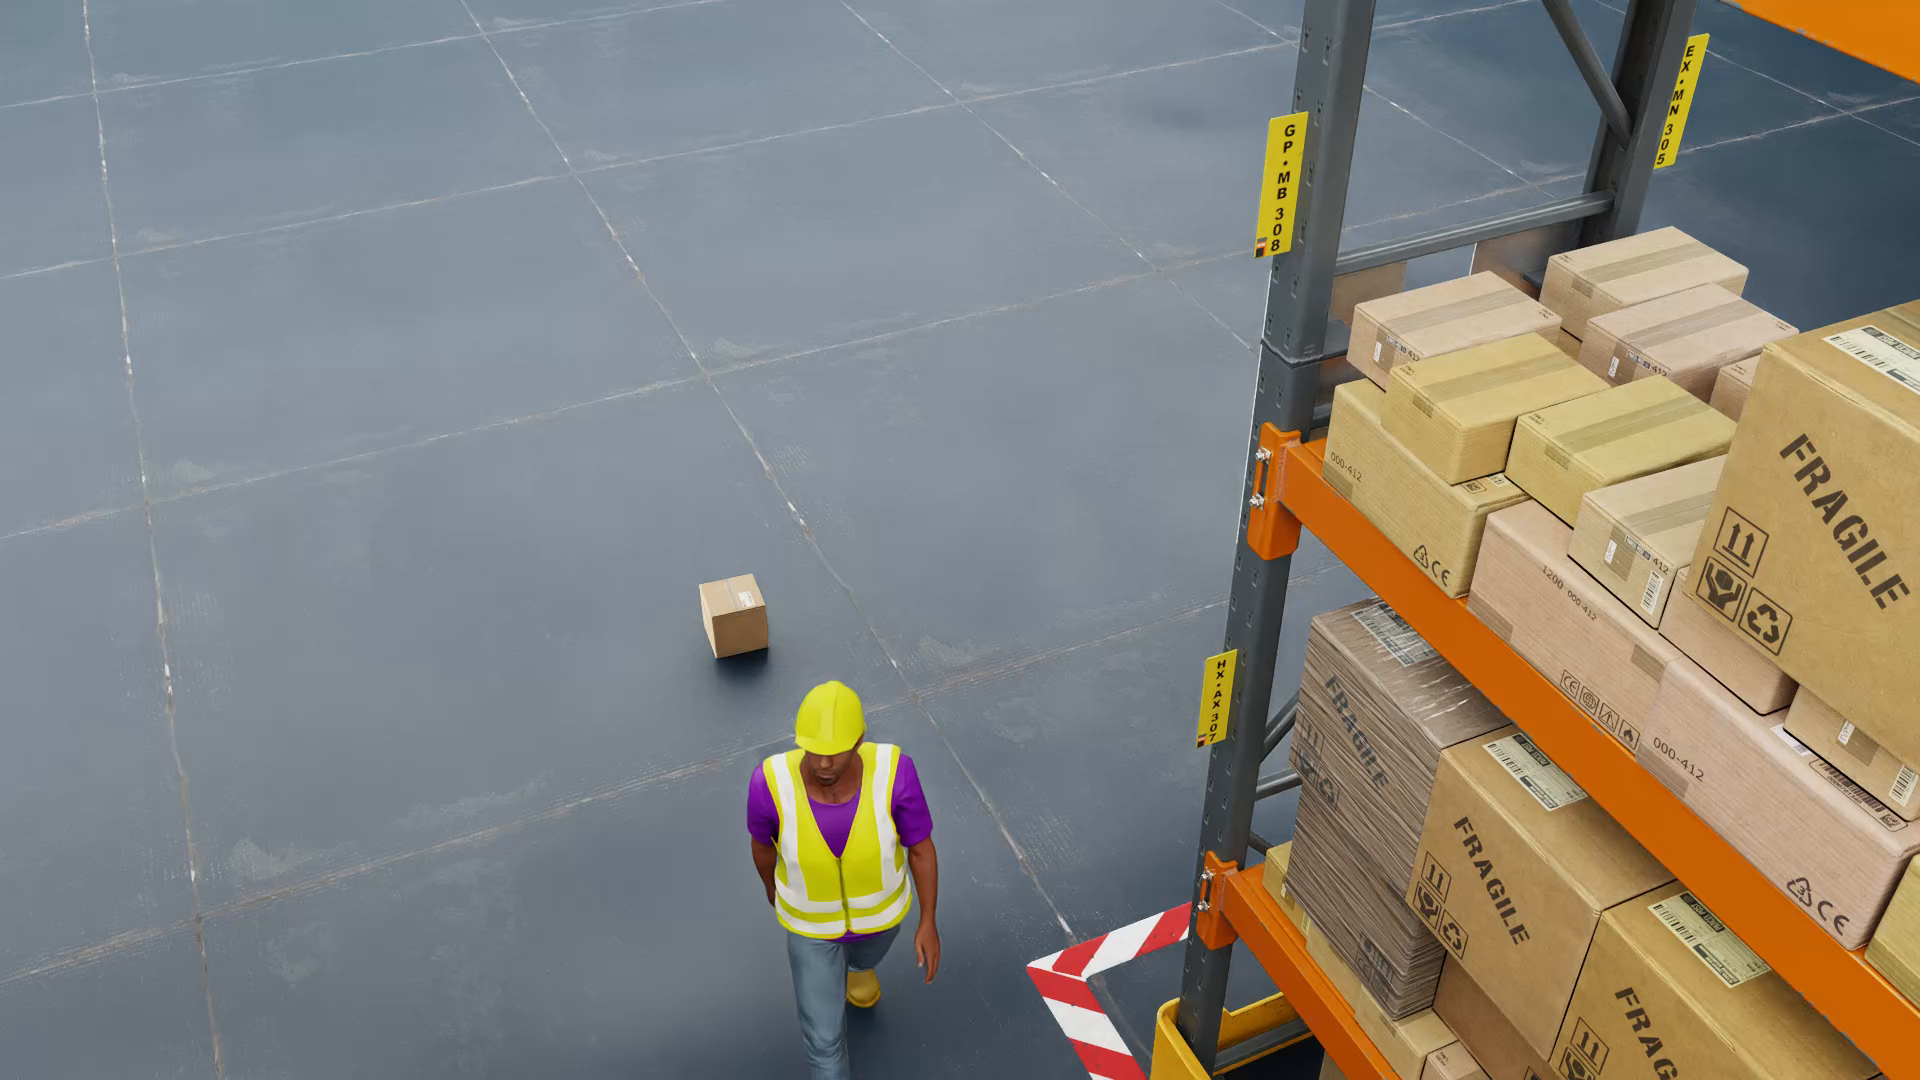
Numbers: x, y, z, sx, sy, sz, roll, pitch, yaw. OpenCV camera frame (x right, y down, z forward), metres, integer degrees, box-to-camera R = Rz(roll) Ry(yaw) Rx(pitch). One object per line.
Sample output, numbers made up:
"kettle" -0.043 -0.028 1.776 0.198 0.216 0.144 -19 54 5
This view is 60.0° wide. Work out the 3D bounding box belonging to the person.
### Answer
"person" -0.352 1.182 5.271 0.569 1.721 1.048 -7 38 -9
